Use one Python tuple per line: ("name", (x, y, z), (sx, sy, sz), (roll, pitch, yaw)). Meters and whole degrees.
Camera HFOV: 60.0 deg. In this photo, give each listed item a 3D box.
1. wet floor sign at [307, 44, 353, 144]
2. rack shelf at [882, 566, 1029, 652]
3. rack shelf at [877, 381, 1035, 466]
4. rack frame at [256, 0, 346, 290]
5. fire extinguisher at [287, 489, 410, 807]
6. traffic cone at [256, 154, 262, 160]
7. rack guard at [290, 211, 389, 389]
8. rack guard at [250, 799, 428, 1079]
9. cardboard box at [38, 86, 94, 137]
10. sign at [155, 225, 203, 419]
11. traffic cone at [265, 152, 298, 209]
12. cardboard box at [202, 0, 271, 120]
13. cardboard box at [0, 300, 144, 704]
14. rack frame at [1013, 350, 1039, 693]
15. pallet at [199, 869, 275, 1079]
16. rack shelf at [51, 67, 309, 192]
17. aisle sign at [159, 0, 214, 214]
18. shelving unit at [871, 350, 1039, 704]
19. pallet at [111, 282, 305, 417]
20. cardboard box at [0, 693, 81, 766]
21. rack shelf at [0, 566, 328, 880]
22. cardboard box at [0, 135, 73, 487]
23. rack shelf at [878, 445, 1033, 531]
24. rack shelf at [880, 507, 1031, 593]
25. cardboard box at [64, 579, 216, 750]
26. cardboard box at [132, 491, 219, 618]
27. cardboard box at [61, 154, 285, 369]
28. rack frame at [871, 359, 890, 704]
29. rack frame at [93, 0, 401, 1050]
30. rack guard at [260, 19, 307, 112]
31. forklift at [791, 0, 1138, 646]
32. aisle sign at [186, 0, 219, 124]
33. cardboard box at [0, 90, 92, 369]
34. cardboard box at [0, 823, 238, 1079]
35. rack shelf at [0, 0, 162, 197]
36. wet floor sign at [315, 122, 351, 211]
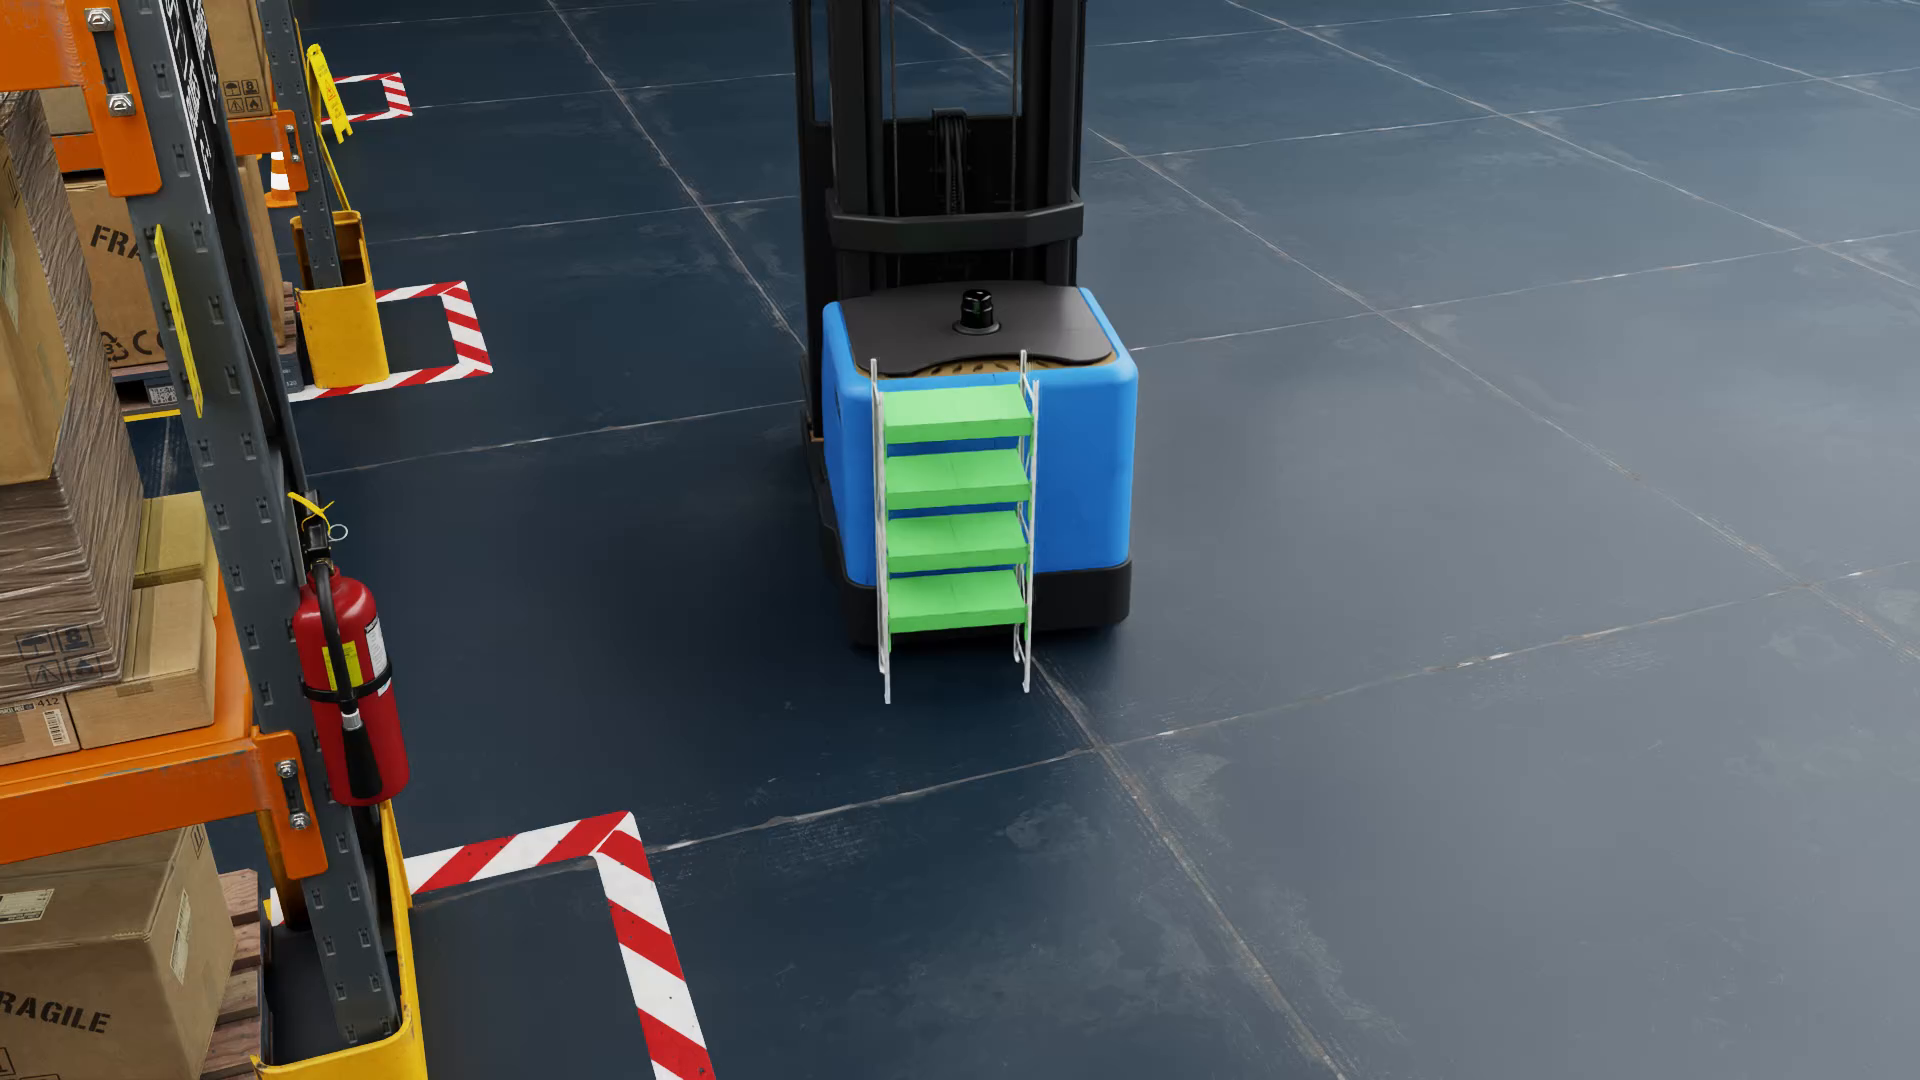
("wet floor sign", (-4.437, -3.109, 11.556), (0.232, 0.644, 0.267), (0, 30, 0))
("rack shelf", (-0.023, 0.236, 5.729), (0.480, 0.148, 0.258), (-4, 32, -7))
("rack shelf", (-0.020, -0.379, 5.354), (0.480, 0.148, 0.258), (-4, 32, -7))
("rack frame", (-3.167, -2.317, 7.787), (0.127, 3.000, 1.000), (-10, 31, -18))
("fire extinguisher", (-1.265, 0.229, 3.395), (0.183, 0.674, 0.296), (-10, 31, -18))
("traffic cone", (-4.941, -2.821, 11.234), (0.334, 0.463, 0.336), (-10, 31, -18))
("rack guard", (-3.145, -1.235, 8.413), (0.348, 0.500, 1.175), (-10, 31, -18))
("rack guard", (-1.604, 1.101, 4.313), (0.348, 0.500, 1.175), (-10, 31, -18))
("cardboard box", (-4.007, -2.192, 7.416), (0.550, 0.550, 0.875), (-10, 31, -18))
("sign", (-1.358, -0.378, 2.894), (0.005, 0.325, 0.100), (-10, 31, -18))
("traffic cone", (-4.236, -2.365, 10.433), (0.334, 0.463, 0.336), (-10, 31, -18))
("cardboard box", (-3.499, -2.297, 7.600), (0.550, 0.550, 0.875), (-10, 31, -18))
("cardboard box", (-2.058, -0.089, 3.474), (0.500, 0.500, 0.875), (-10, 31, -18))
("rack frame", (0.220, -0.041, 5.602), (0.015, 1.200, 0.240), (-4, 32, -7))
("pallet", (-2.378, 1.350, 4.167), (1.213, 0.211, 1.003), (-10, 31, -18))
("rack shelf", (-5.042, -1.659, 7.359), (4.000, 0.370, 1.077), (-10, 31, -18))
("aisle sign", (-1.370, -0.999, 2.848), (0.004, 0.787, 0.394), (-10, 31, -18))
("shelving unit", (-0.022, -0.023, 5.571), (0.503, 1.200, 0.258), (-4, 32, -7))
("pallet", (-3.890, -0.931, 8.171), (1.213, 0.211, 1.003), (-10, 31, -18))
("cardboard box", (-1.962, 0.299, 3.449), (0.250, 0.149, 0.380), (-10, 31, -18))
("rack shelf", (-3.407, 0.660, 3.289), (4.000, 0.370, 1.077), (-10, 31, -18))
("cardboard box", (-1.962, -0.396, 3.003), (0.500, 0.500, 0.500), (-10, 31, -18))
("rack shelf", (-0.021, -0.174, 5.479), (0.480, 0.148, 0.258), (-4, 32, -7))
("rack shelf", (-0.022, 0.031, 5.604), (0.480, 0.148, 0.258), (-4, 32, -7))
("cardboard box", (-1.728, 0.256, 3.525), (0.250, 0.149, 0.380), (-10, 31, -18))
("cardboard box", (-1.883, 0.049, 3.887), (0.250, 0.149, 0.380), (-10, 31, -18))
("cardboard box", (-3.780, -1.428, 7.949), (0.875, 0.875, 0.875), (-10, 31, -17))
("rack frame", (-0.263, -0.006, 5.540), (0.015, 1.200, 0.240), (-4, 32, -7))
("rack frame", (-1.533, 0.002, 3.717), (0.127, 3.000, 1.000), (-10, 31, -18))
("rack guard", (-5.059, -3.497, 12.383), (0.348, 0.500, 1.175), (-10, 31, -18))
("forklift", (-0.115, -1.607, 6.609), (1.130, 2.935, 3.031), (-4, 30, -8))
("aisle sign", (-1.579, -1.278, 3.336), (0.004, 0.787, 0.394), (-10, 31, -18))
("cardboard box", (-2.143, -0.637, 3.426), (0.500, 0.500, 0.500), (-10, 31, -18))
("cardboard box", (-2.124, 1.005, 4.056), (0.500, 0.500, 0.500), (-5, 30, -8))
("rack shelf", (-3.407, -0.644, 2.546), (4.000, 0.370, 1.077), (-10, 31, -18))
("wet floor sign", (-3.831, -2.218, 9.991), (0.232, 0.644, 0.267), (-16, 33, -26))
